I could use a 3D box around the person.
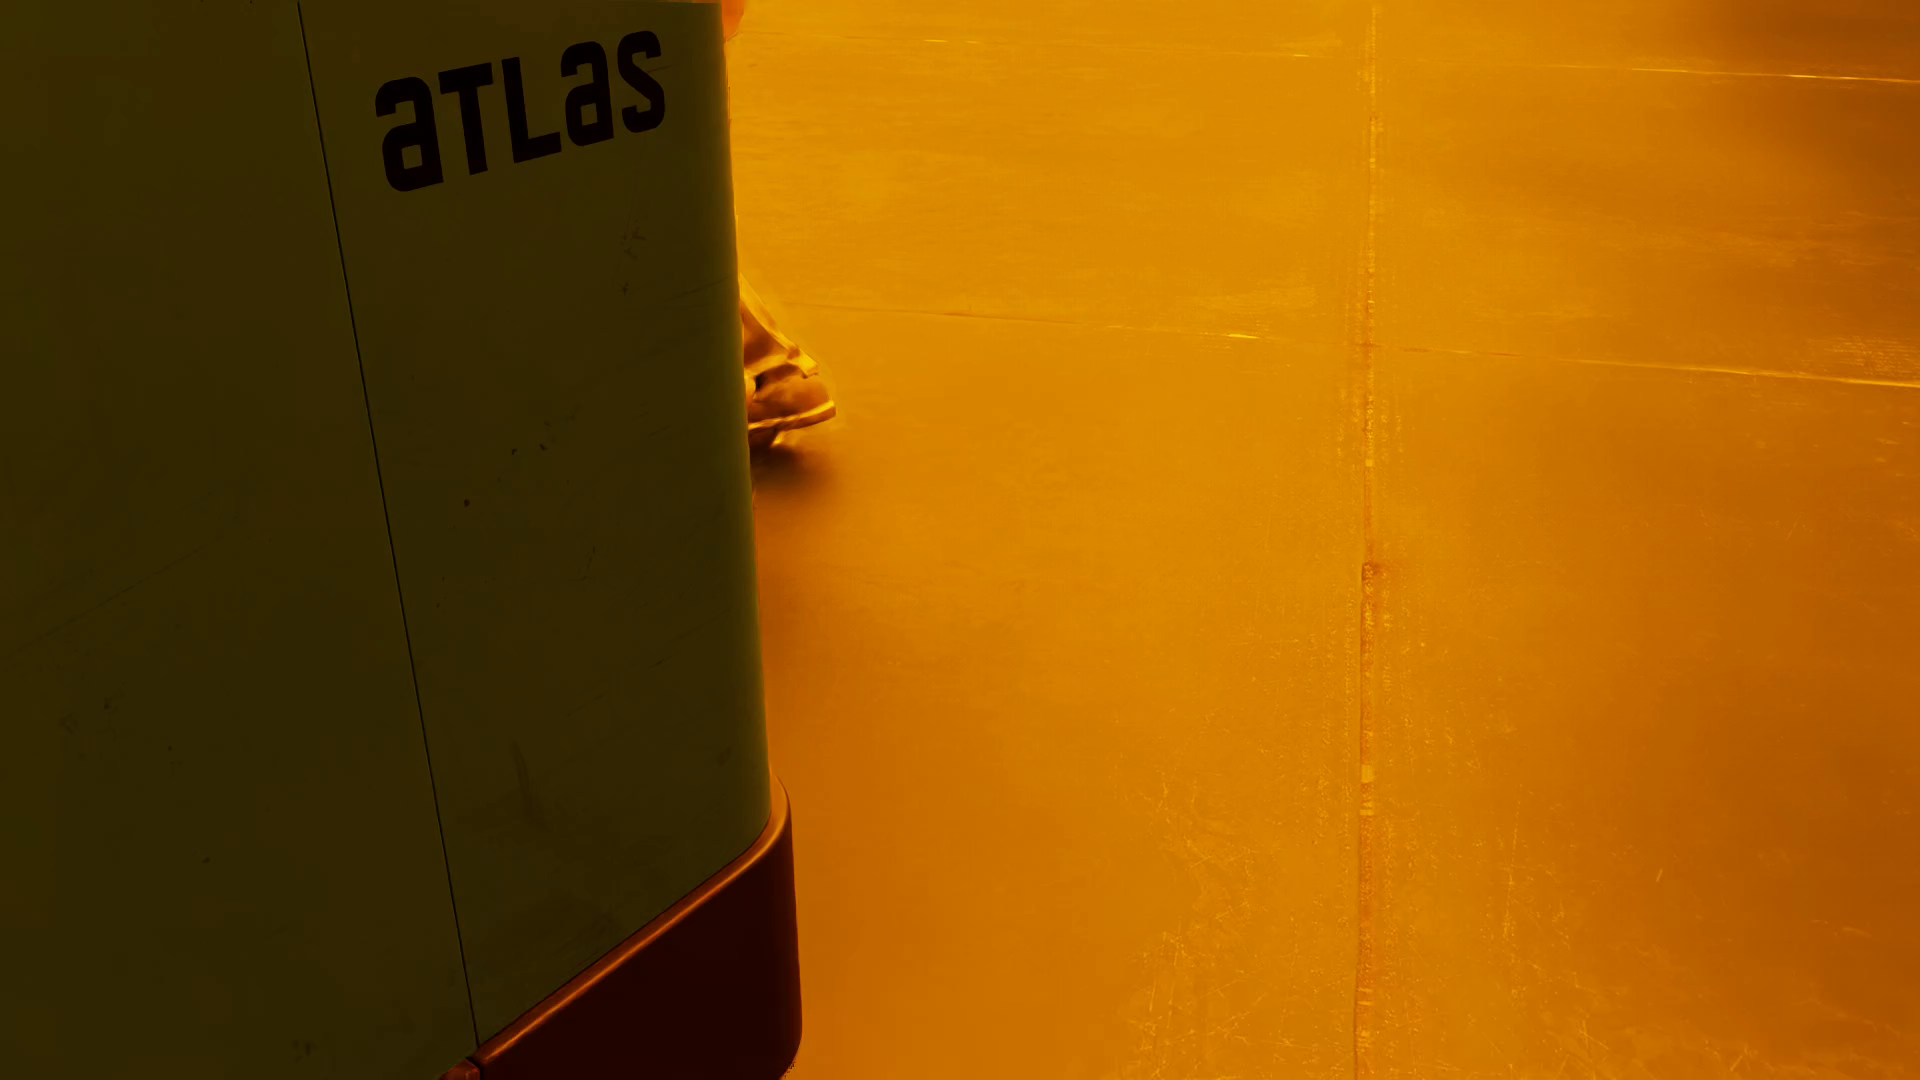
[{"bbox_3d":[-0.355,-0.831,2.402,0.724,1.553,0.907,6,27,12],"label":"person"}]
